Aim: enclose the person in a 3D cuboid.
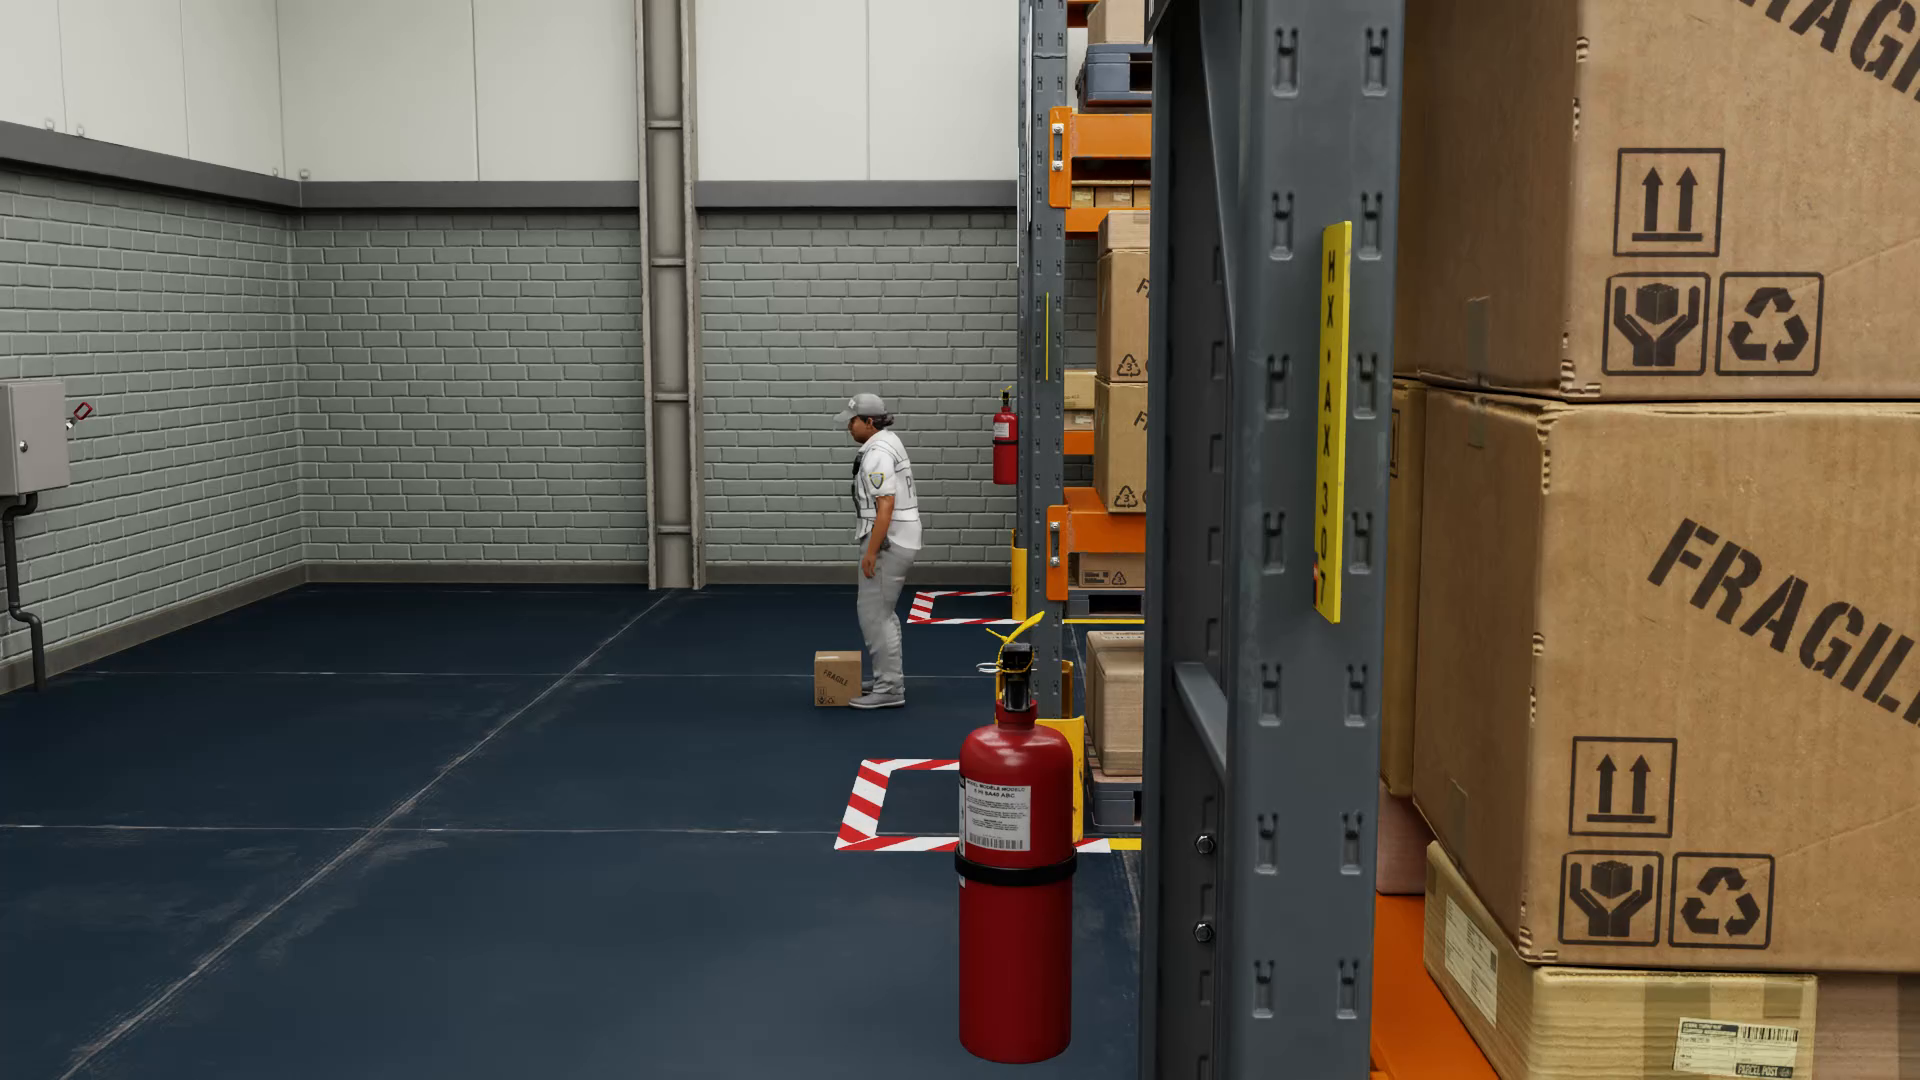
[{"bbox_3d":[-0.437,0.046,8.893,0.466,1.667,0.539,0,7,2],"label":"person"}]
